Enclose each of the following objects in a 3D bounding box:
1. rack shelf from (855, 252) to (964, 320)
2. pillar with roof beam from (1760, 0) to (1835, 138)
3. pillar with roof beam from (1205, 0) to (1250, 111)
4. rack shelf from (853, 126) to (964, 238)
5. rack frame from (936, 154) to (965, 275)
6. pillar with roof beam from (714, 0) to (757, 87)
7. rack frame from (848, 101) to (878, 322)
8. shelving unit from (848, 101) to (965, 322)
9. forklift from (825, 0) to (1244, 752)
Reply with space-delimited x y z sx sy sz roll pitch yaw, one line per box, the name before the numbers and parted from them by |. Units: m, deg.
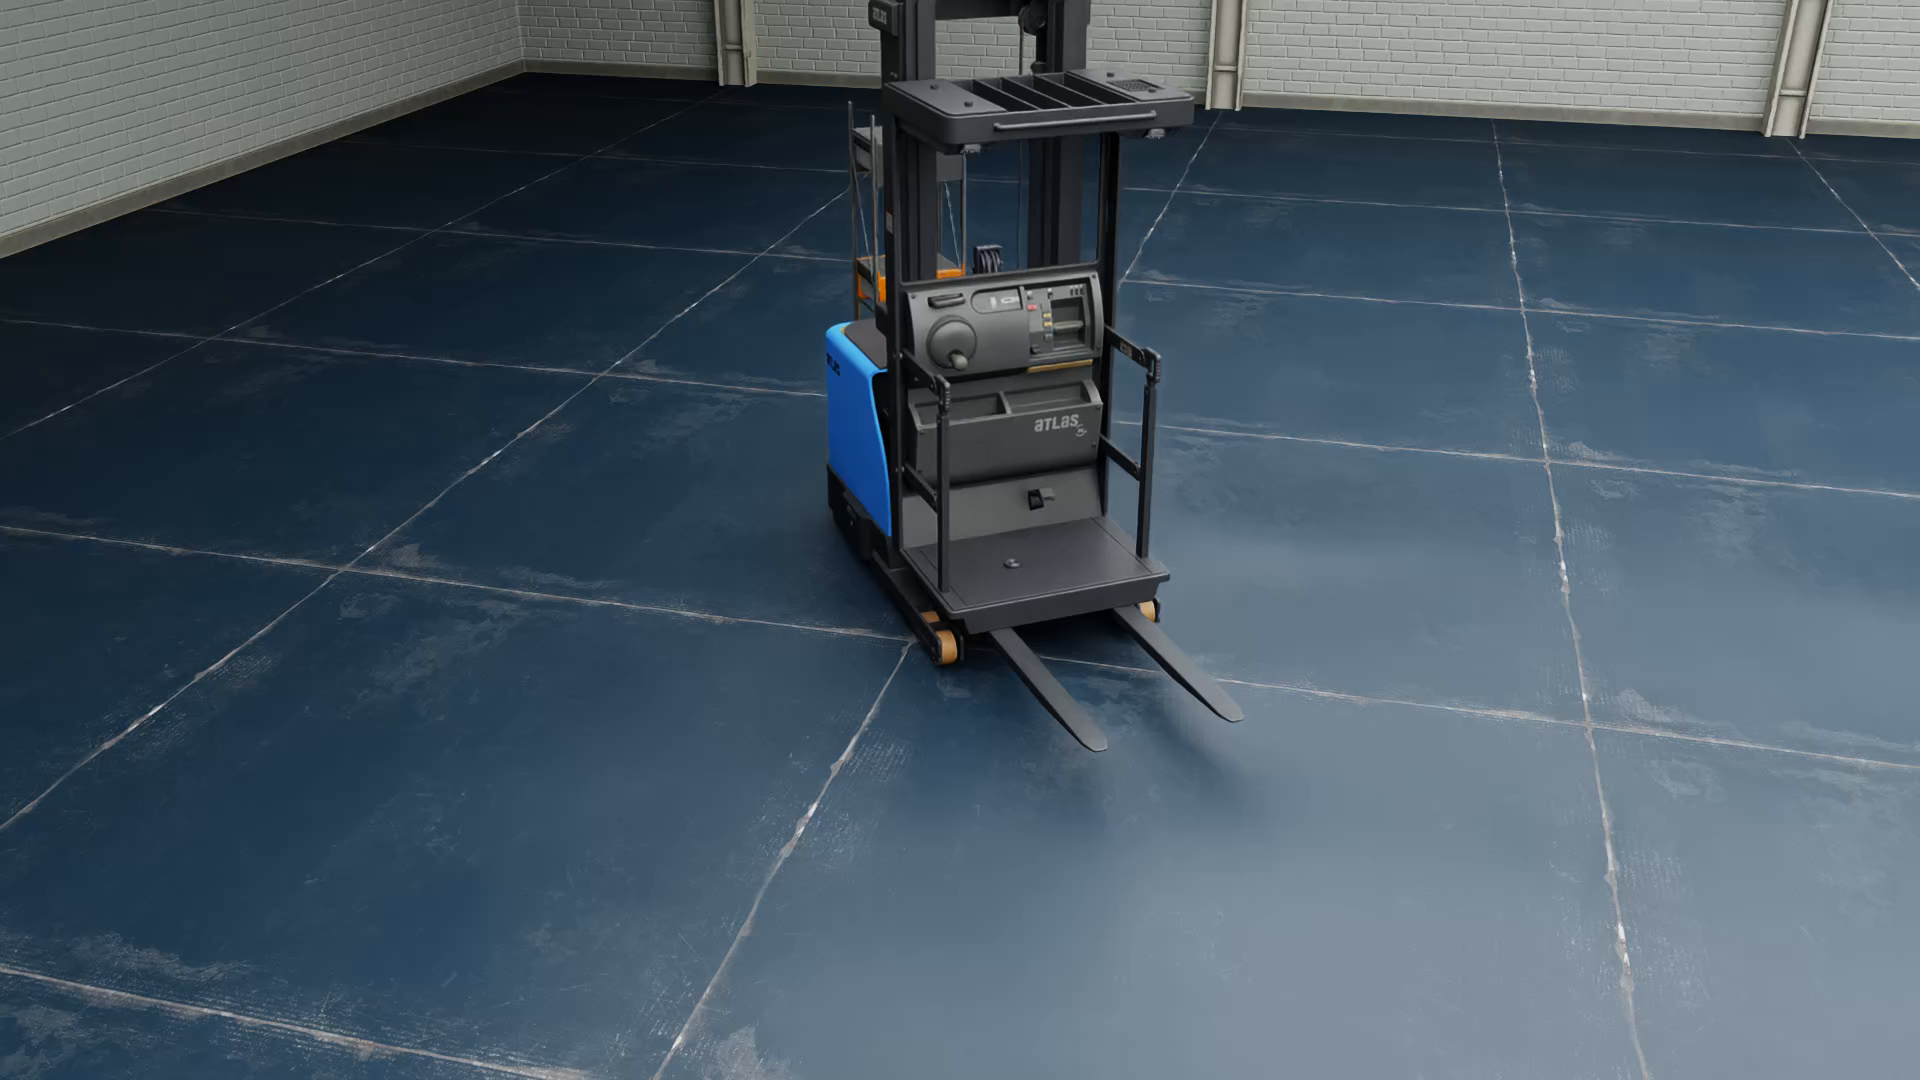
rack shelf | -0.278 -1.284 9.036 0.480 0.518 0.431 -9 27 -19
pillar with roof beam | 7.798 -6.646 12.241 0.400 9.000 9.100 6 26 13
pillar with roof beam | 1.987 -7.289 13.591 0.400 9.000 9.100 6 26 13
rack shelf | -0.278 -1.916 8.735 0.480 0.518 0.431 -9 27 -19
rack frame | -0.051 -1.334 9.109 0.015 2.100 0.400 -9 27 -19
pillar with roof beam | -3.824 -7.931 14.940 0.400 9.000 9.100 6 26 13
rack frame | -0.506 -1.258 8.950 0.015 2.100 0.400 -9 27 -19
shelving unit | -0.278 -1.296 9.030 0.503 2.100 0.431 -9 27 -19
forklift | 0.292 -0.955 7.346 1.130 2.935 3.031 -9 27 -19
